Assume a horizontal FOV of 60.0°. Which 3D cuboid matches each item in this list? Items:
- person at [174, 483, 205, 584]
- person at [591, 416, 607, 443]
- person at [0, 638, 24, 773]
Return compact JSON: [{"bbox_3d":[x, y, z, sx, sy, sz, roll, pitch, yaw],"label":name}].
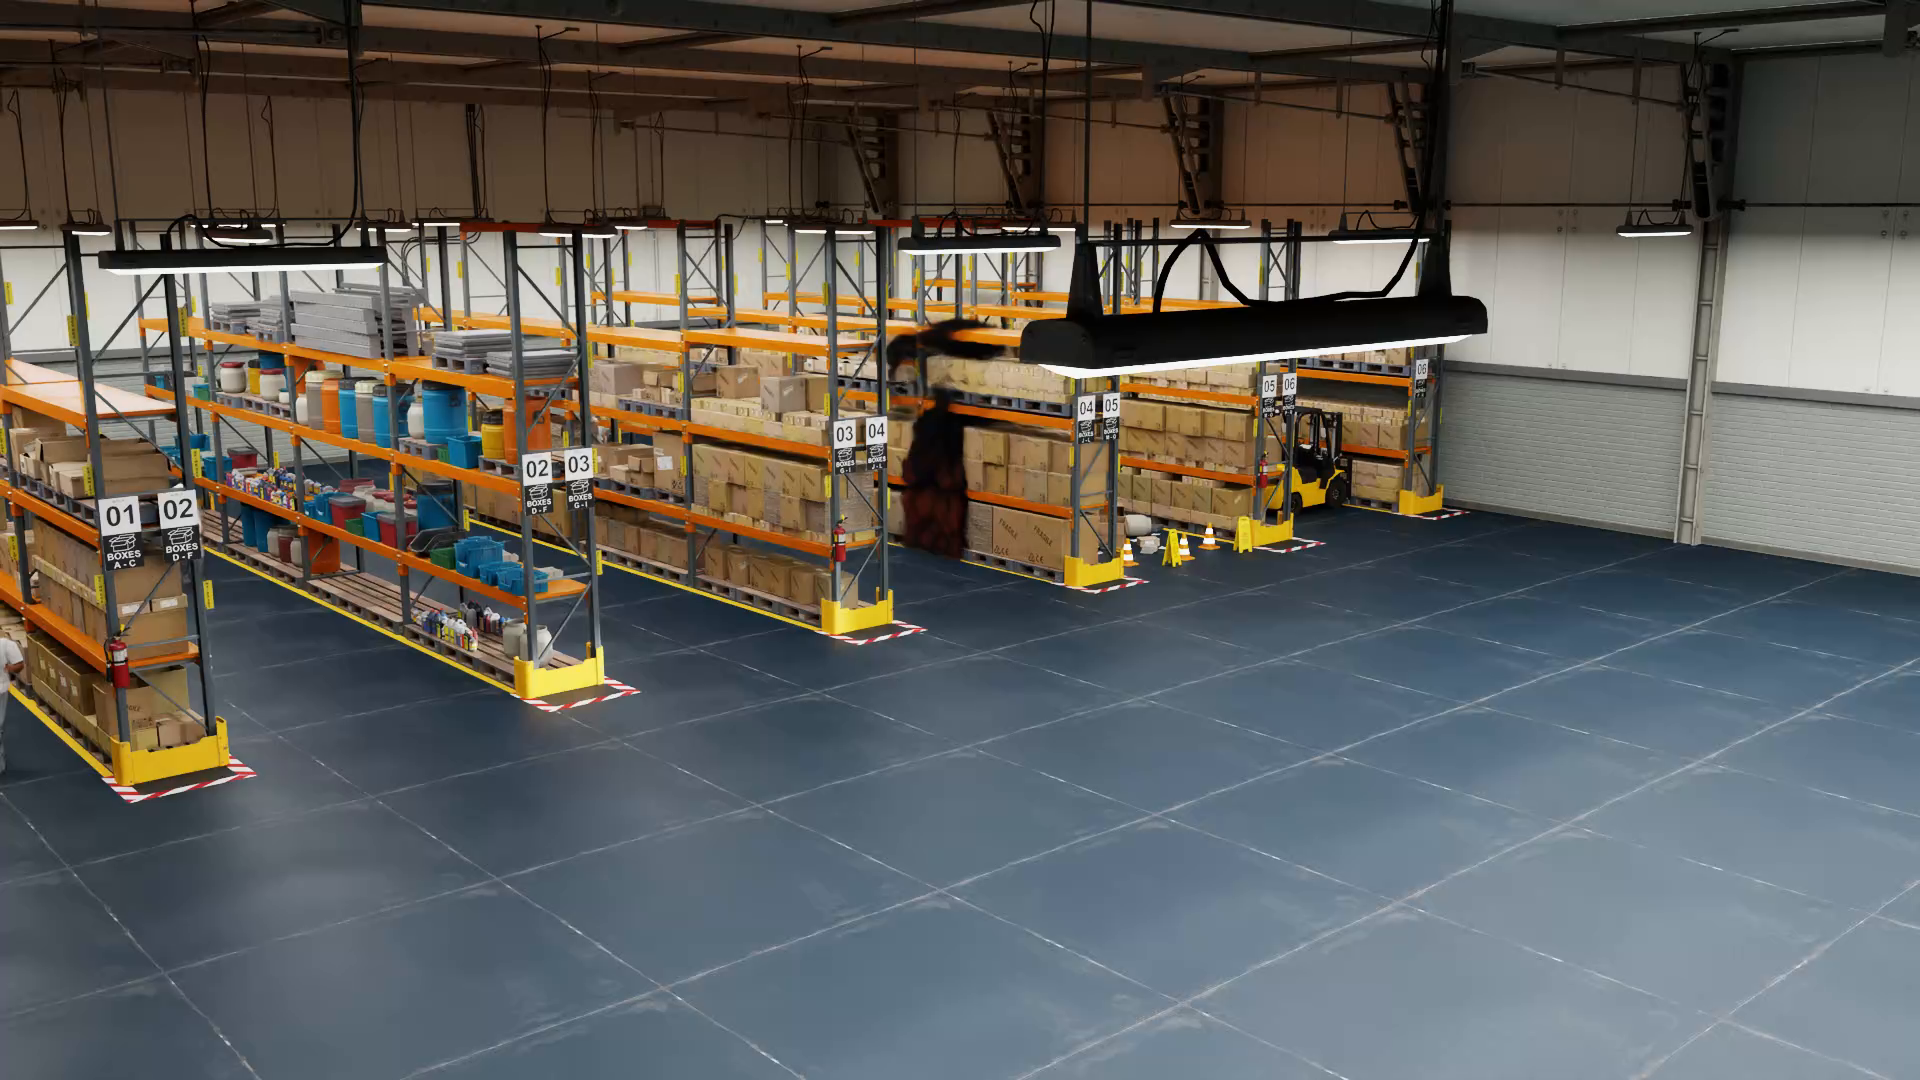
[{"bbox_3d":[-12.851,-0.045,27.660,0.638,1.835,0.777,-9,14,-37],"label":"person"},{"bbox_3d":[-8.203,-1.976,37.438,0.577,1.681,0.965,-7,13,-32],"label":"person"},{"bbox_3d":[-11.017,1.736,18.869,0.729,1.785,0.835,-10,15,-42],"label":"person"}]
